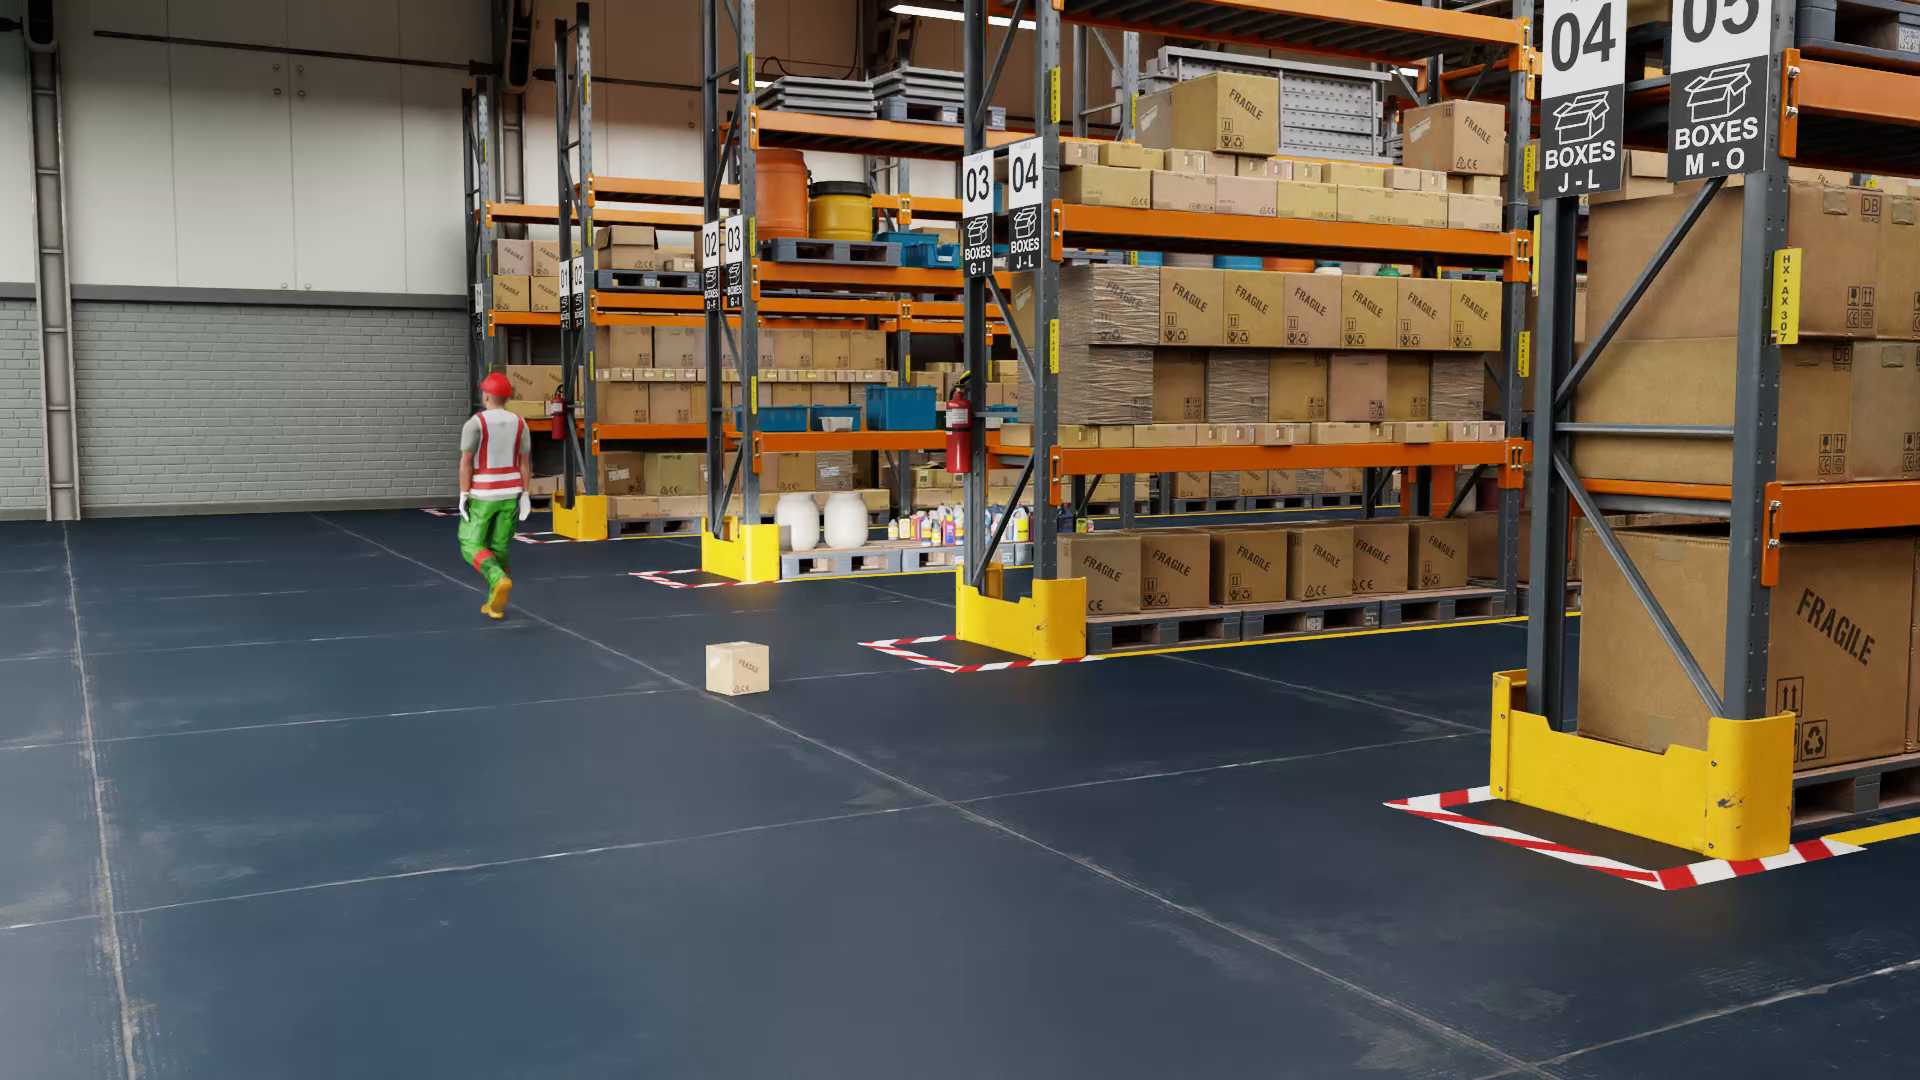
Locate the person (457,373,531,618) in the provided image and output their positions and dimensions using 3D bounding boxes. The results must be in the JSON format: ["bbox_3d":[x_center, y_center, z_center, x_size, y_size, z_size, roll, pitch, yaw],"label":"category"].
[{"bbox_3d":[-3.349,-0.313,12.005,0.553,1.778,0.680,-5,7,-43],"label":"person"}]
